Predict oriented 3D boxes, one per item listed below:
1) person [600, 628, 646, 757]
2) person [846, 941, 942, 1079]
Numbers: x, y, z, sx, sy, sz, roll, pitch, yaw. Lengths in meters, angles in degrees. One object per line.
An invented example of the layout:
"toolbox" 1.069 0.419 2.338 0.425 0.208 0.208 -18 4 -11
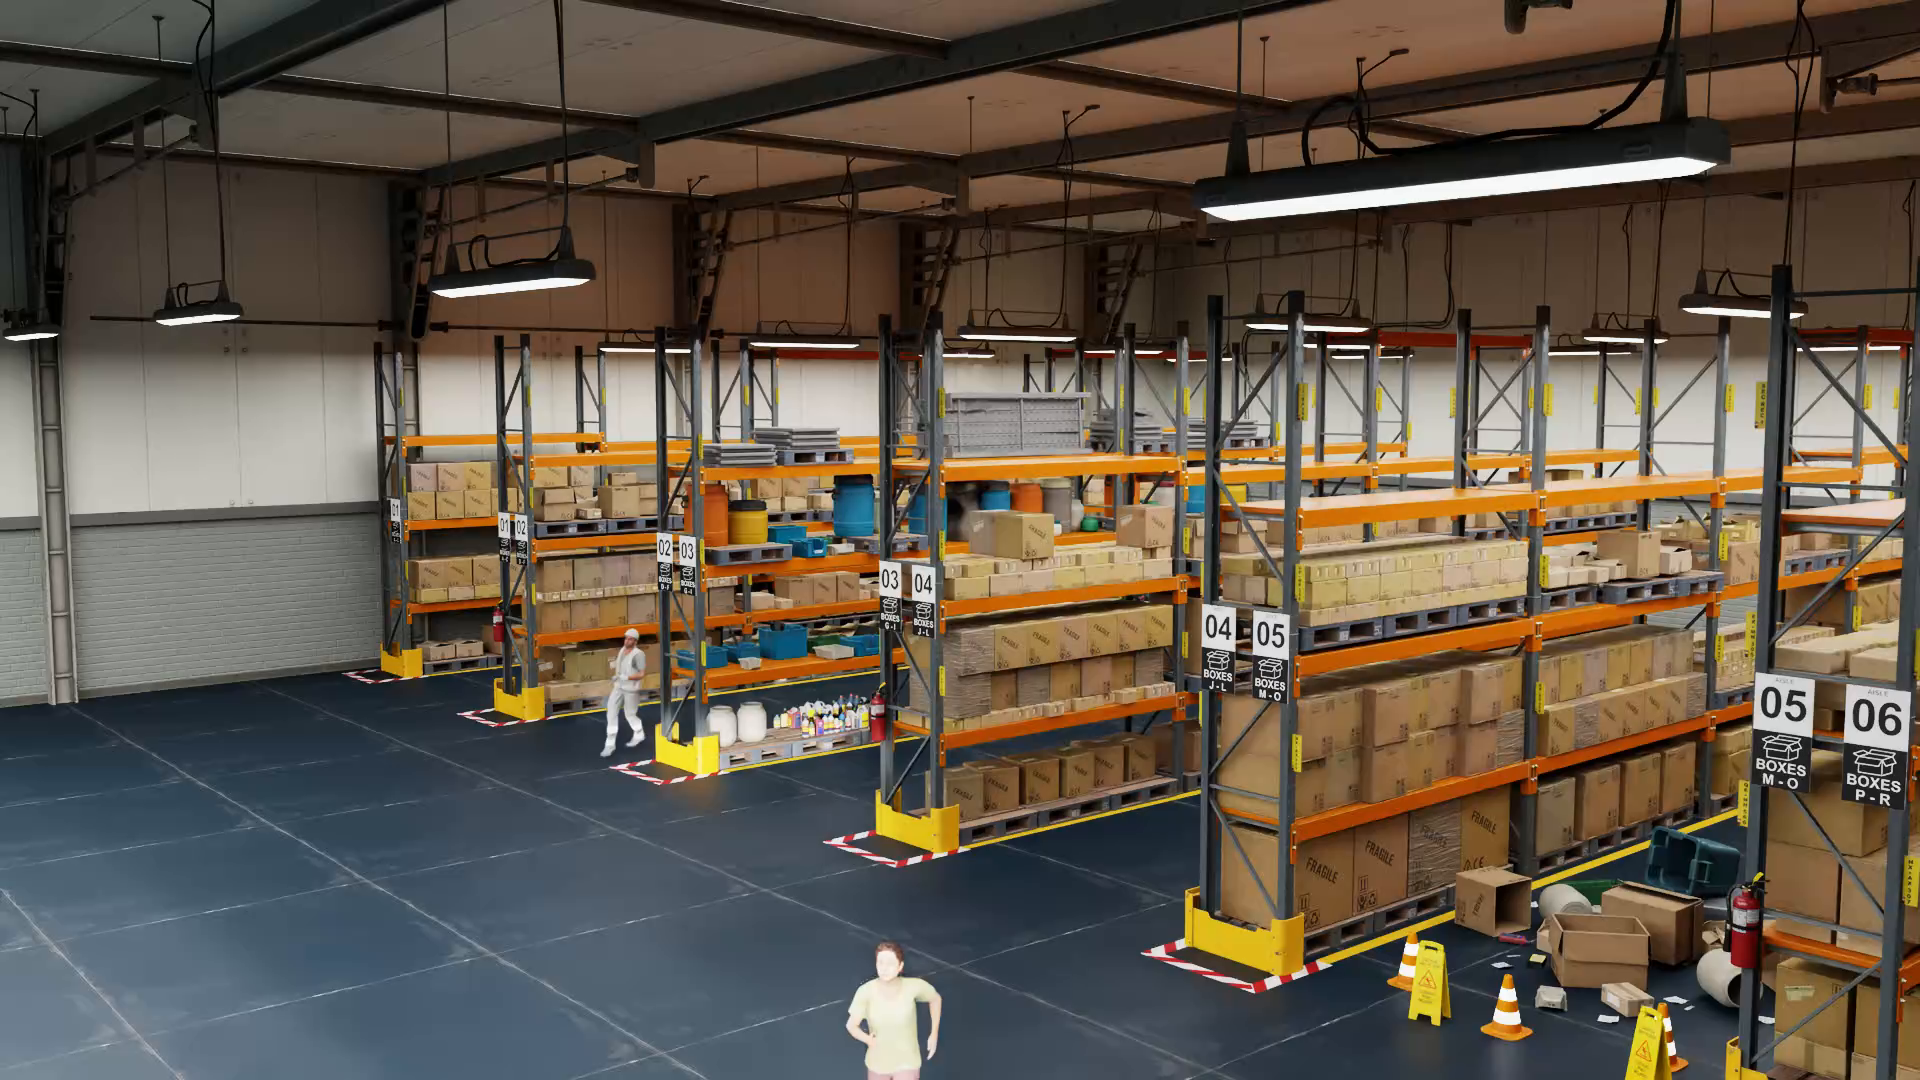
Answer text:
"person" -4.673 2.142 23.549 0.667 1.810 0.813 3 6 29
"person" -0.422 3.366 10.623 0.583 1.695 0.955 1 5 7
